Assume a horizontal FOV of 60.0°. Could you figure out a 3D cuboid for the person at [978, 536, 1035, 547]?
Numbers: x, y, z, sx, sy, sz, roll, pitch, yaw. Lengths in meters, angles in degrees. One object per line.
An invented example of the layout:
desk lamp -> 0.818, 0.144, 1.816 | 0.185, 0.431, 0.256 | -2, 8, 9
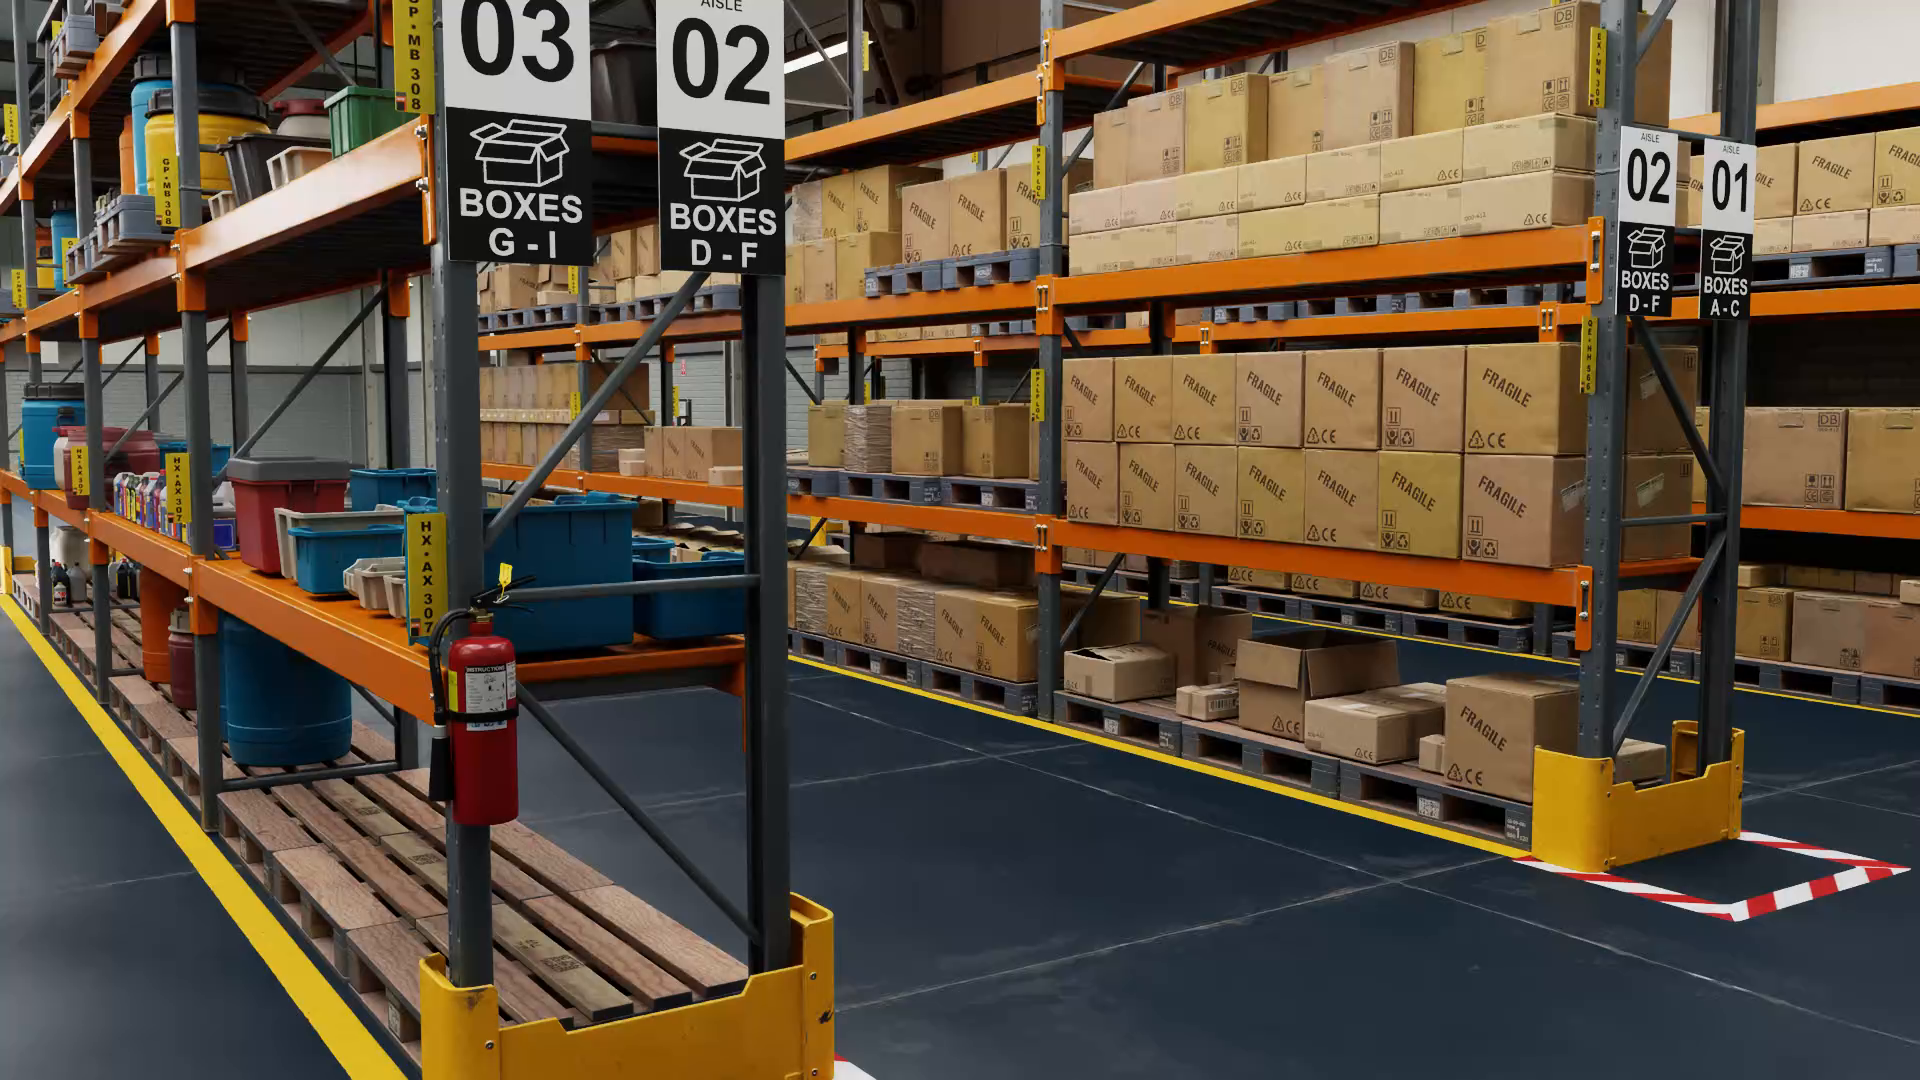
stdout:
person -> 0.506, 0.158, 14.614 | 0.413, 1.350, 0.873 | -3, 6, -35
